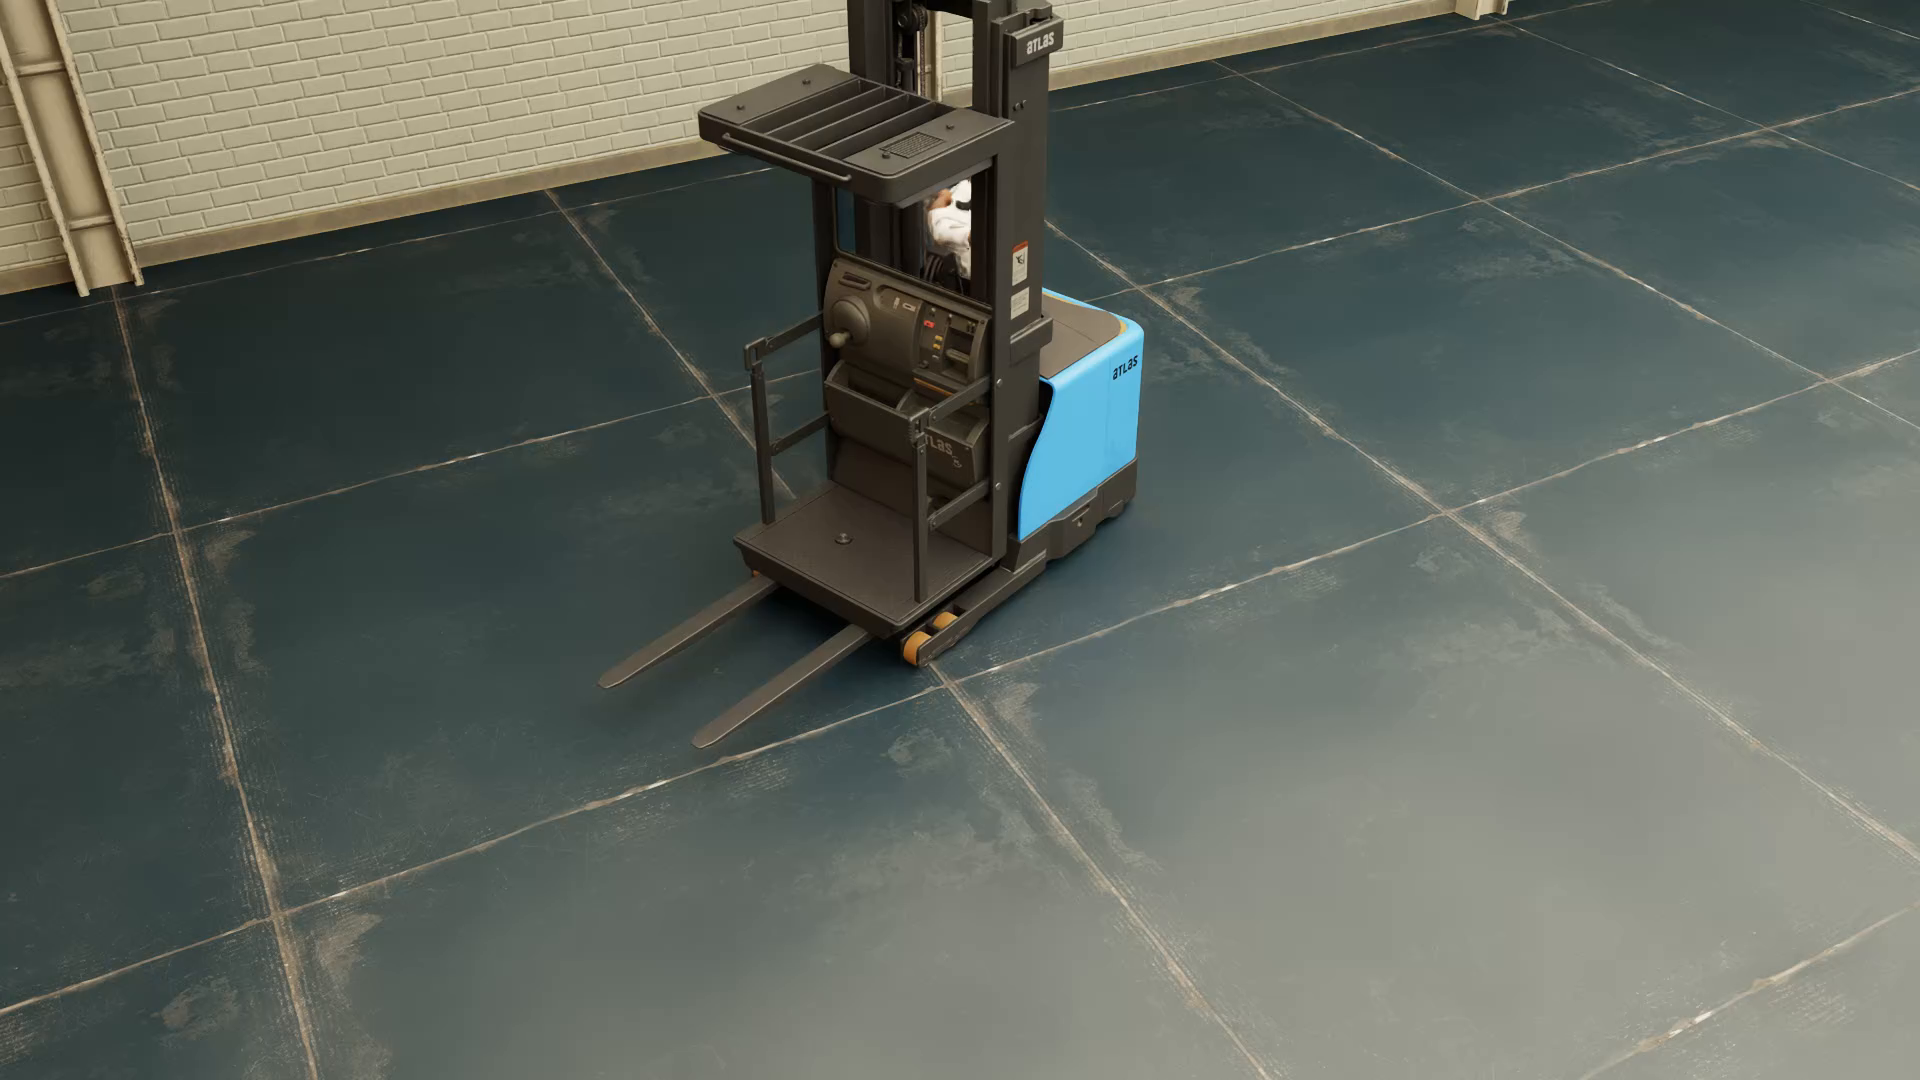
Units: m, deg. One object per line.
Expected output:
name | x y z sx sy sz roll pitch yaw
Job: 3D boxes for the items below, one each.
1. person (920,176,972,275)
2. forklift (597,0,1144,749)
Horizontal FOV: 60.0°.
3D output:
person | 0.063 -1.447 9.325 0.688 1.575 0.941 -5 36 -7
forklift | -0.390 -0.927 7.434 1.130 2.935 3.031 26 43 31
